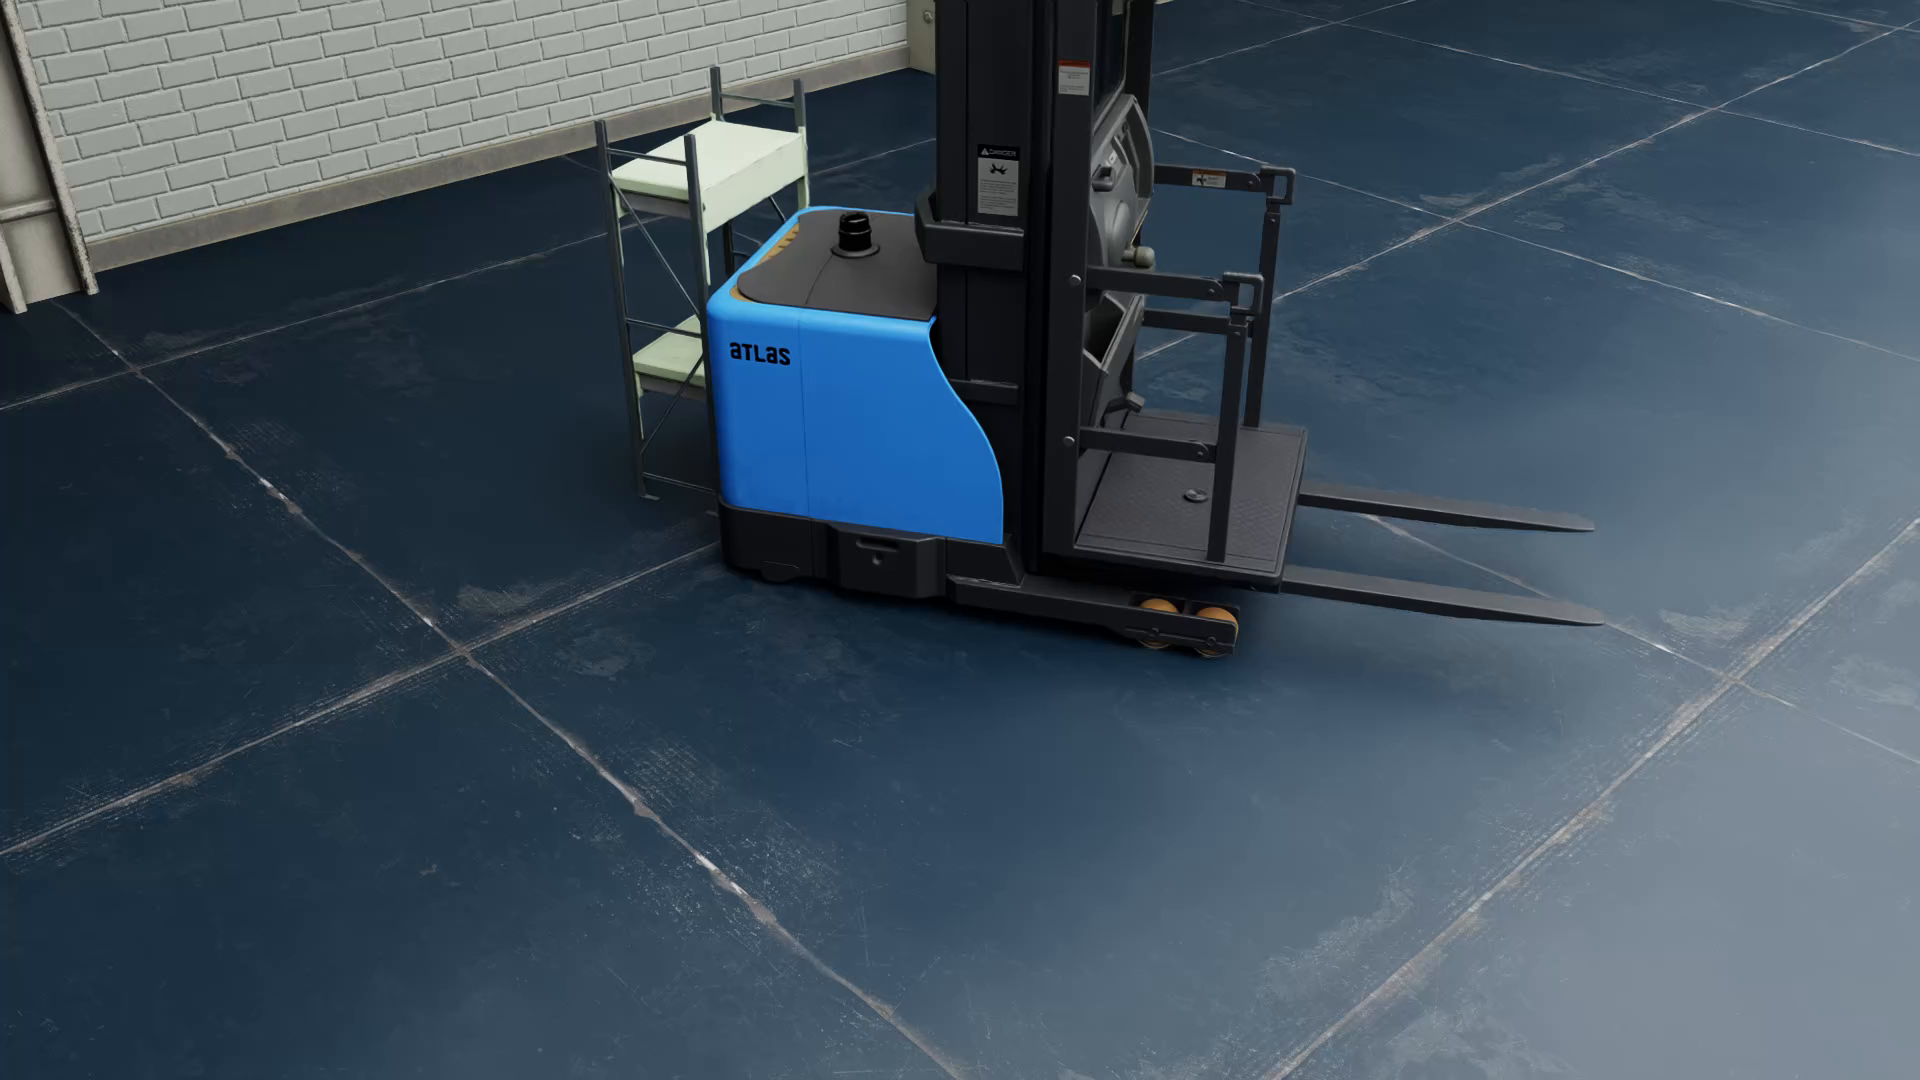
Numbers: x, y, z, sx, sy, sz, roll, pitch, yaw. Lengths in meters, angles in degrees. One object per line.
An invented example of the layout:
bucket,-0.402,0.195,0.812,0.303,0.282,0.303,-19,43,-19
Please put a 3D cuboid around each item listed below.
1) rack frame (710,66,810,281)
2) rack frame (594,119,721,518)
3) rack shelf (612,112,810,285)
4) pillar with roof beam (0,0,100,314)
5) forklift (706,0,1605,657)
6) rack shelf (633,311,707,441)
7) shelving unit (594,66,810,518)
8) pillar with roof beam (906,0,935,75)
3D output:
rack frame,-0.765,-1.114,6.633,0.400,1.500,0.023,14,34,21
rack frame,-1.078,-0.768,6.069,0.400,1.500,0.023,14,34,21
rack shelf,-0.922,-1.274,6.147,0.431,0.370,0.720,14,34,21
pillar with roof beam,-1.599,-3.413,3.206,0.400,9.000,9.100,-26,40,-35
forklift,0.713,-1.164,5.344,3.031,2.935,1.130,8,32,13
rack shelf,-0.921,-0.663,6.521,0.431,0.370,0.720,14,34,21
shelving unit,-0.922,-0.941,6.351,0.431,1.500,0.755,14,34,21
pillar with roof beam,2.801,-5.541,6.686,0.400,9.000,9.100,-26,40,-35
